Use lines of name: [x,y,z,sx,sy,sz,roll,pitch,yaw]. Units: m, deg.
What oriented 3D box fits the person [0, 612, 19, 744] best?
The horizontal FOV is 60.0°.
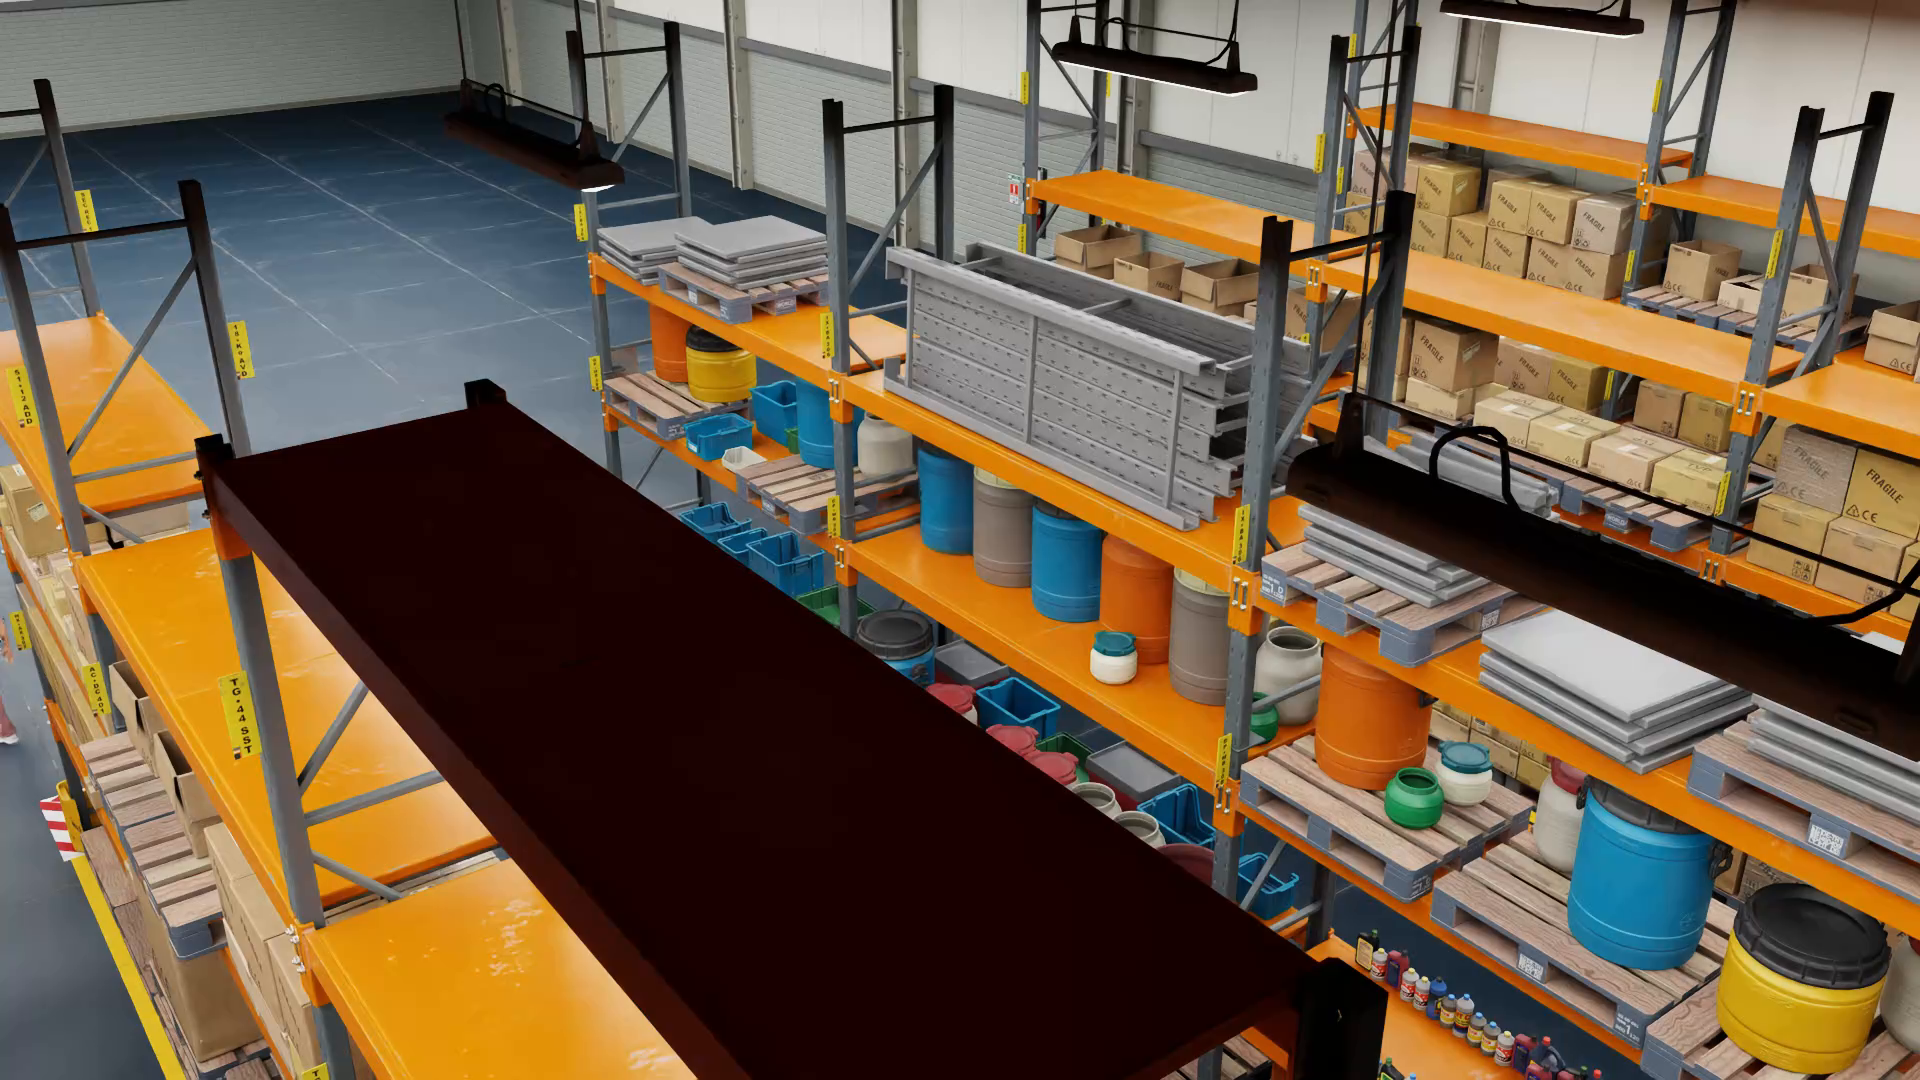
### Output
person: [-8.795,0.991,14.837,0.843,1.646,0.475,19,31,35]
